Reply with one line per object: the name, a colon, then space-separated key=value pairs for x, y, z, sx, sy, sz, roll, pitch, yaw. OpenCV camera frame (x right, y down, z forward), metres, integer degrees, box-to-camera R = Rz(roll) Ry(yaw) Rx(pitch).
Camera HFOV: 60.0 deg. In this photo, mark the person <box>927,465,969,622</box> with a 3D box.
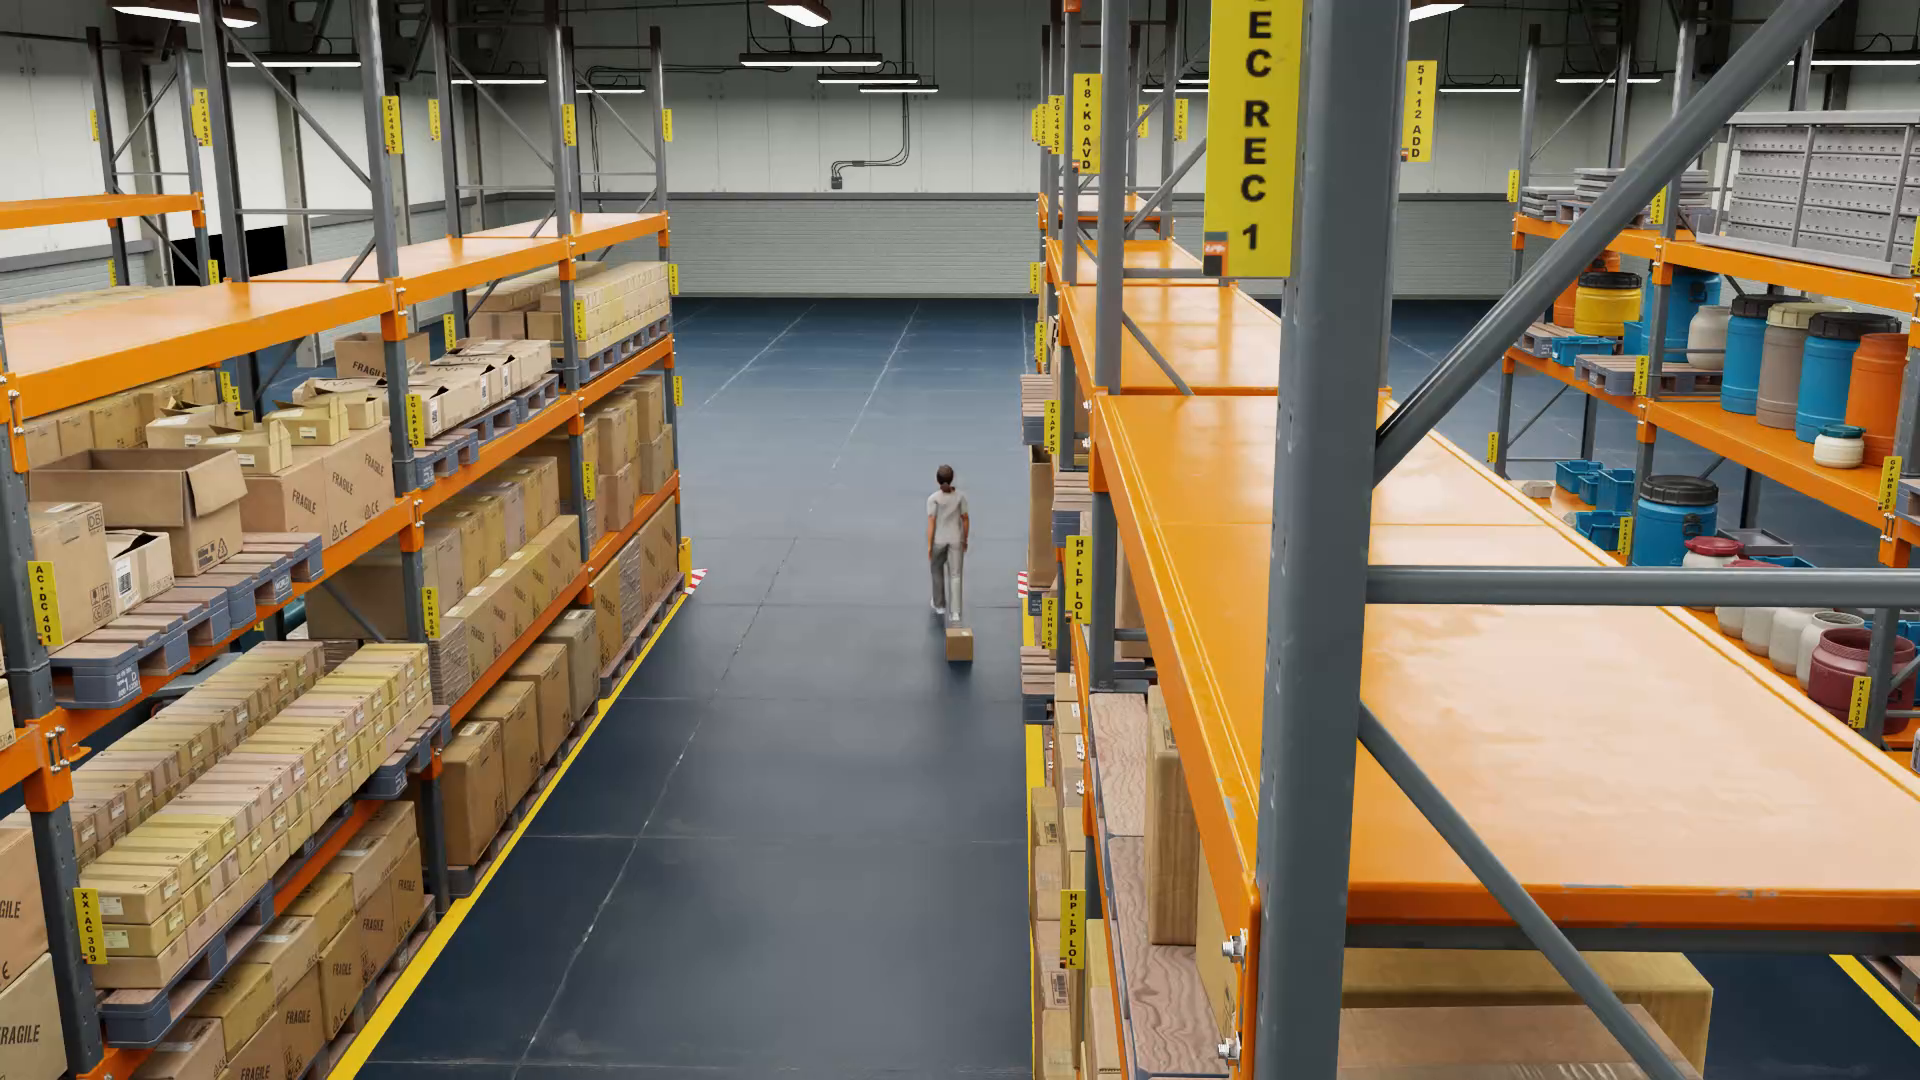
person: x=-0.119 y=0.039 z=17.112 sx=0.458 sy=1.624 sz=1.032 roll=-2 pitch=14 yaw=-8
